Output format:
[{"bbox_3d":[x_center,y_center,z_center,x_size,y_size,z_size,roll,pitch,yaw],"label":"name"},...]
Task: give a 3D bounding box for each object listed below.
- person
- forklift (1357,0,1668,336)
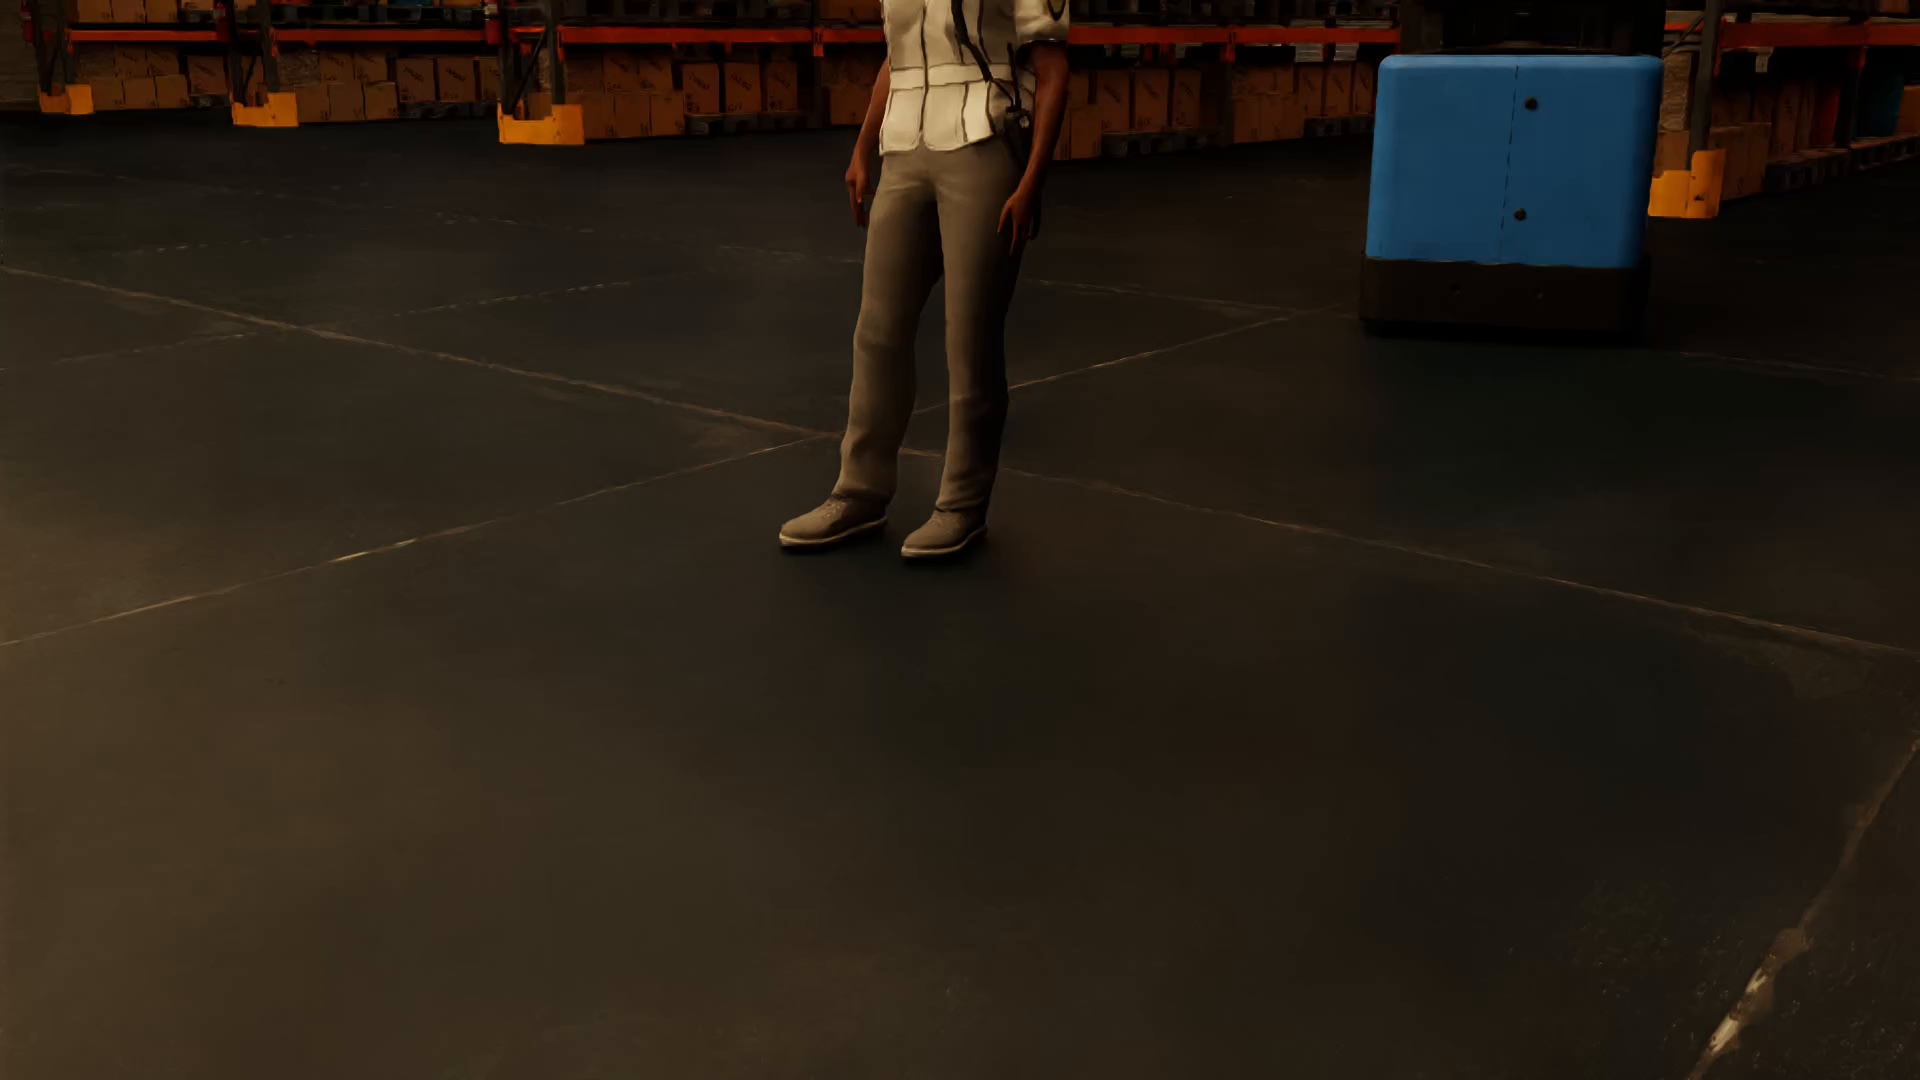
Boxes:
[{"bbox_3d":[-0.063,-0.804,3.650,0.570,1.693,0.529,13,21,37],"label":"person"},{"bbox_3d":[2.563,-2.575,7.377,1.130,2.935,3.031,6,18,19],"label":"forklift"}]
